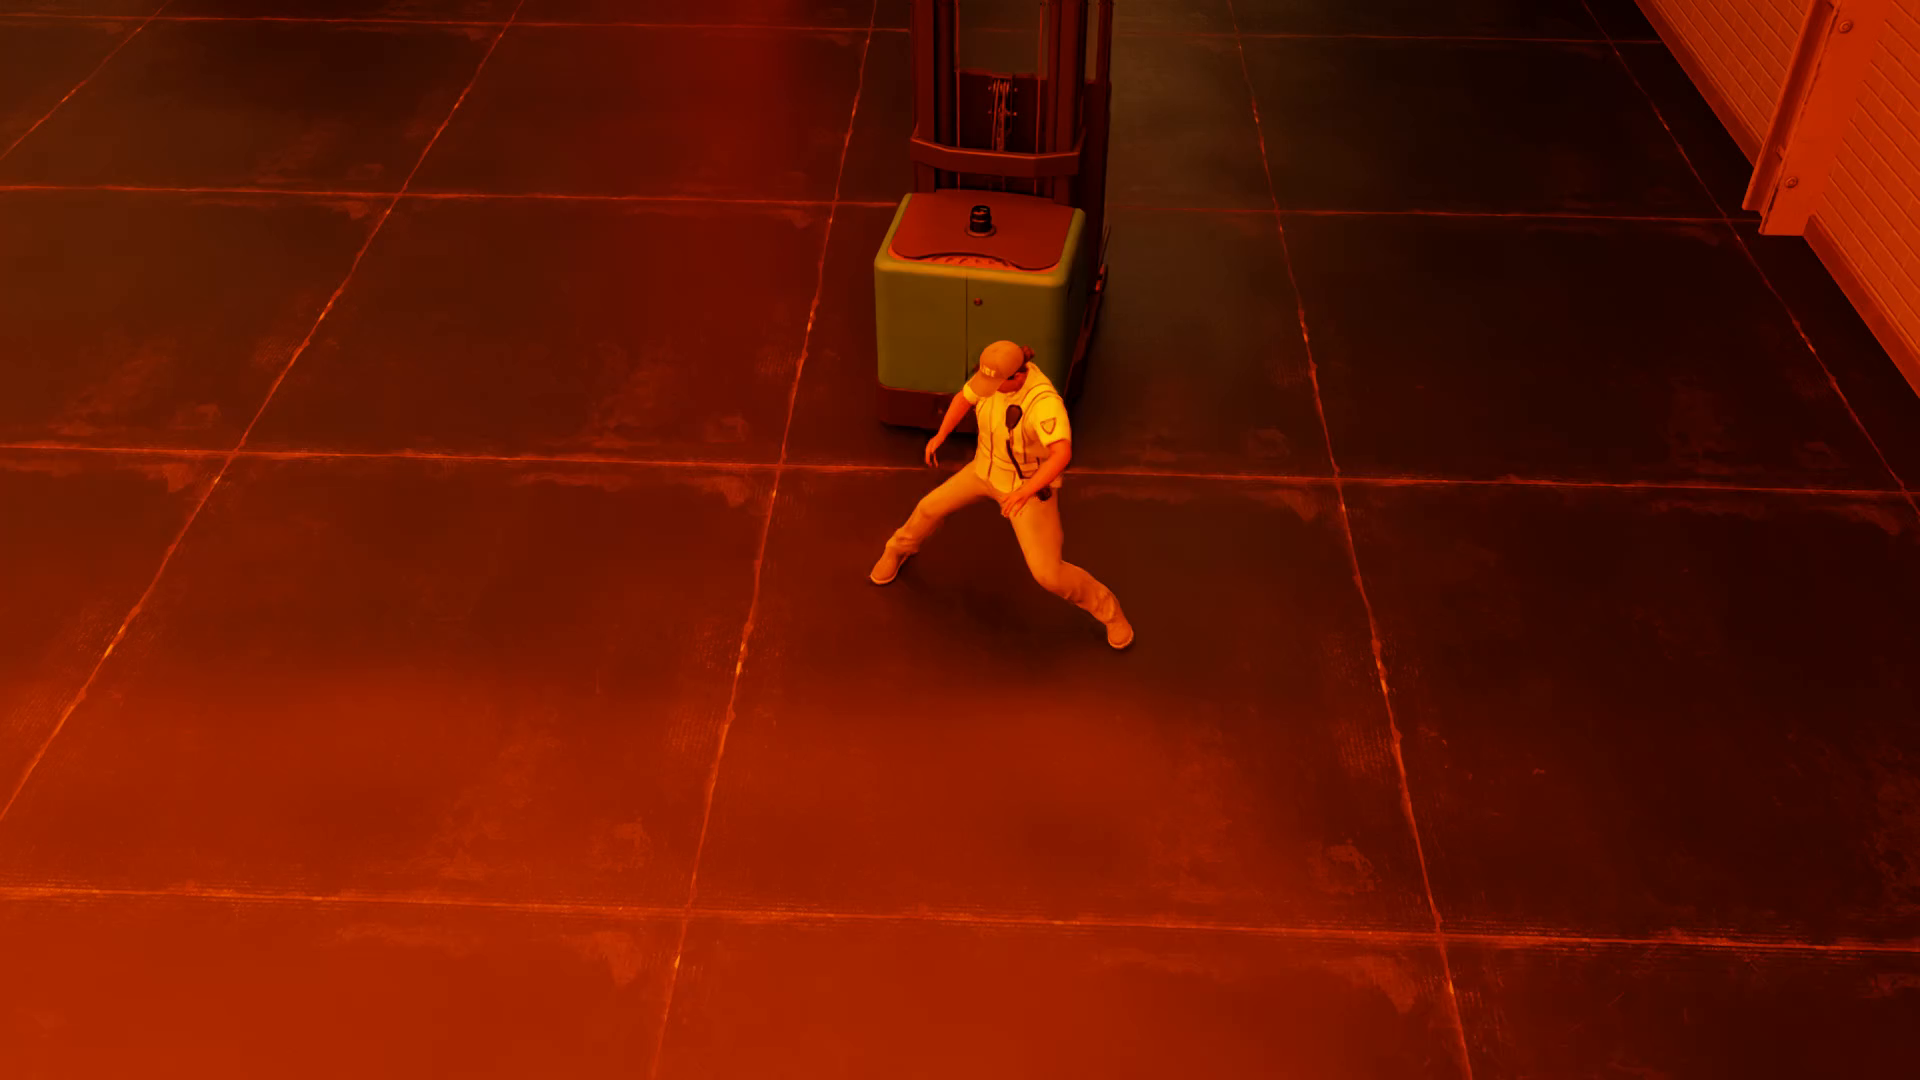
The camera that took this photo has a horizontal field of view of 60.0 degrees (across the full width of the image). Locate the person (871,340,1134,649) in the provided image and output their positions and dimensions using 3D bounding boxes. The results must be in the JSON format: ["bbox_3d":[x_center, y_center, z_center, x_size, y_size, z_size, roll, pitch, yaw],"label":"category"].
[{"bbox_3d":[0.190,-0.246,7.663,0.789,1.461,1.285,-26,46,-28],"label":"person"}]

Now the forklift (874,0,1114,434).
[{"bbox_3d":[0.321,-2.607,9.394,1.130,2.935,3.031,7,40,8],"label":"forklift"}]
